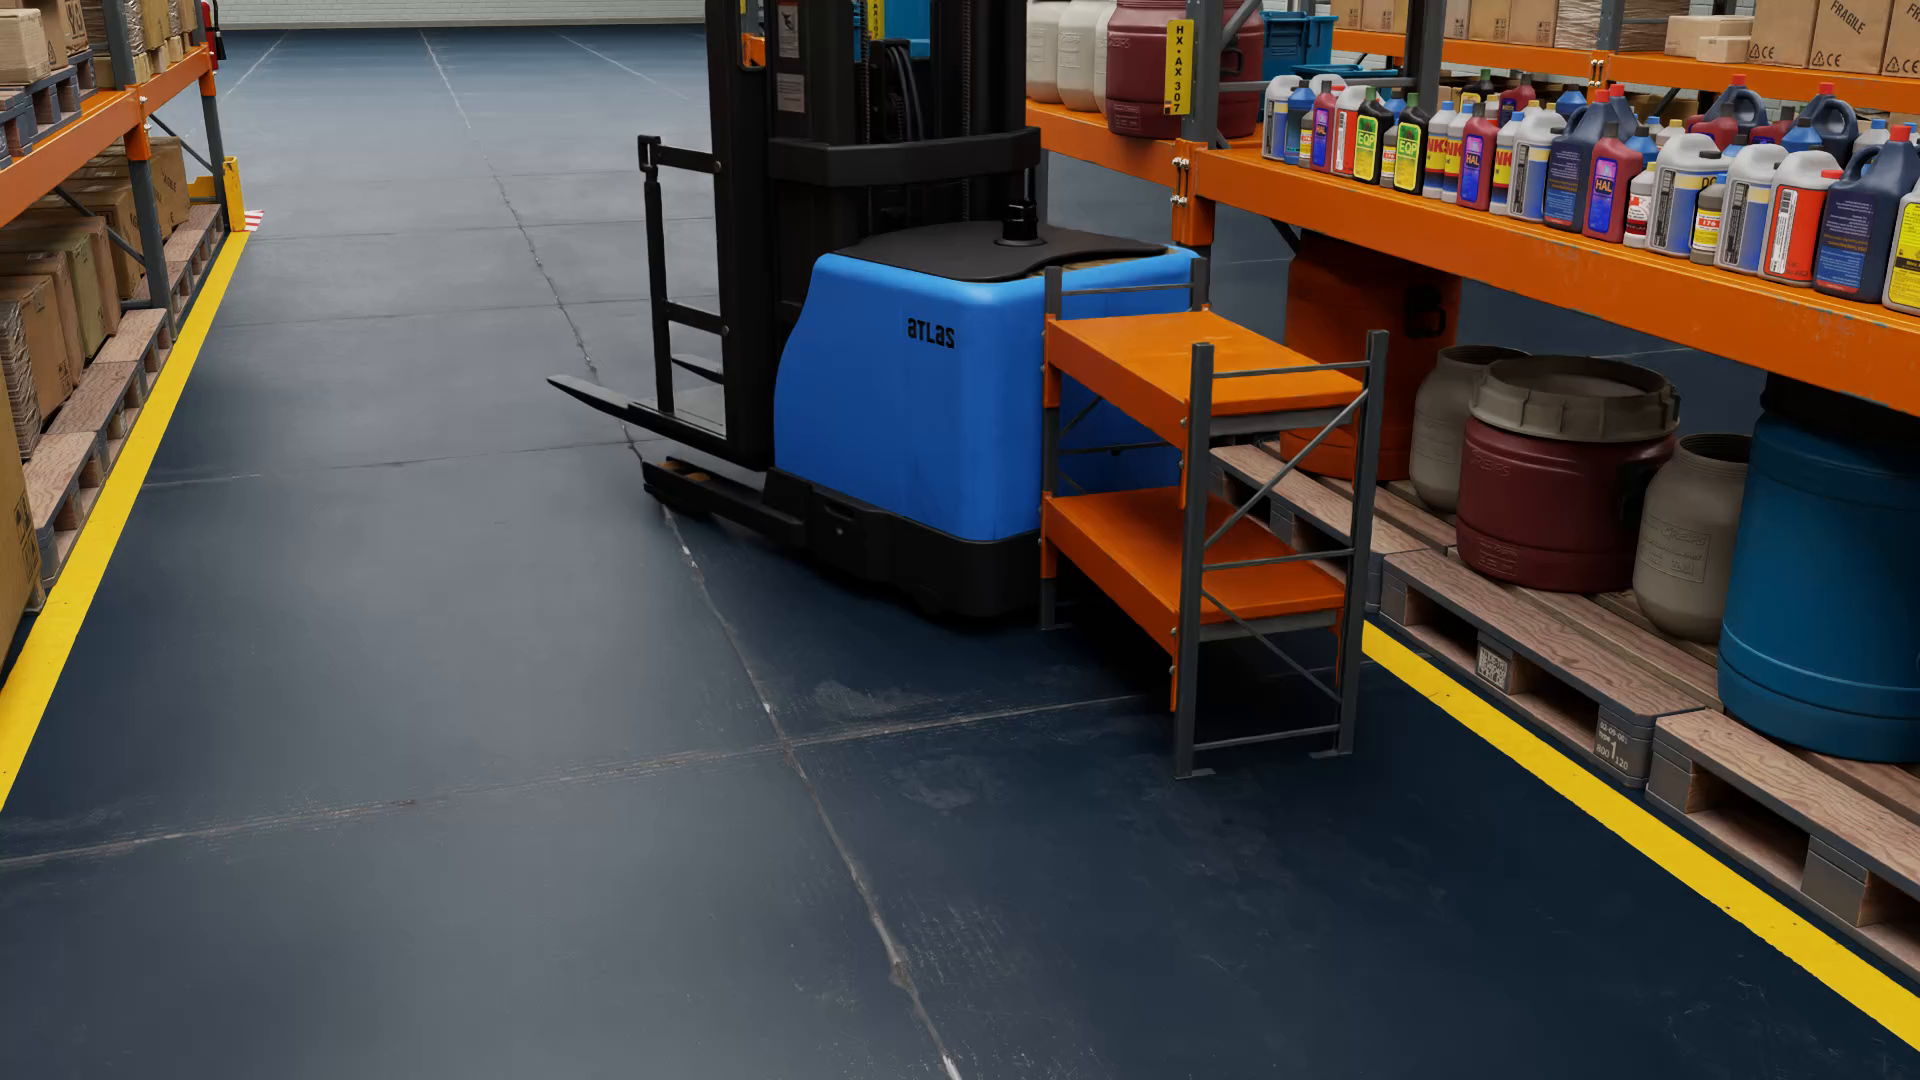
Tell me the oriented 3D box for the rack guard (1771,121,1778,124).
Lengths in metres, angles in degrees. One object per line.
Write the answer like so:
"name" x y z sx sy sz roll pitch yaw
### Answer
"rack guard" 8.214 -4.087 16.555 1.175 0.500 0.348 -6 21 -17

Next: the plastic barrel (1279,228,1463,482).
"plastic barrel" 1.470 -0.689 5.986 0.600 0.830 0.708 -6 21 -17

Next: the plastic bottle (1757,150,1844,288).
"plastic bottle" 1.853 -0.697 3.603 0.152 0.276 0.135 -6 21 -17

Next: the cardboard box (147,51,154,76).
"cardboard box" -4.700 -2.646 9.217 0.380 0.149 0.250 -6 21 -17

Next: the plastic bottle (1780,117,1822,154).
"plastic bottle" 2.201 -0.971 4.374 0.097 0.271 0.097 0 20 0

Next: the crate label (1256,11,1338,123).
"crate label" 1.244 -2.032 7.084 0.502 0.435 0.616 -6 21 -17

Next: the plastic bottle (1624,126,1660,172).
"plastic bottle" 1.691 -0.896 4.164 0.097 0.271 0.097 0 20 0

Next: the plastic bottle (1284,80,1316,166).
"plastic bottle" 1.139 -1.394 5.550 0.097 0.271 0.097 0 20 0

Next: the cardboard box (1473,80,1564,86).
"cardboard box" 4.424 -3.396 13.271 0.500 0.500 0.500 -6 21 -17

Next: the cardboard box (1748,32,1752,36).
"cardboard box" 5.197 -3.151 10.449 0.396 0.266 0.258 -7 21 -19

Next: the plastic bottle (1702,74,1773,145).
"plastic bottle" 2.201 -1.138 4.720 0.144 0.351 0.185 -6 21 -17

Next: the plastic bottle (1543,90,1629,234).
"plastic bottle" 1.611 -0.975 4.265 0.144 0.351 0.185 -6 21 -17

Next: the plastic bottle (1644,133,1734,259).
"plastic bottle" 1.738 -0.815 3.930 0.152 0.276 0.135 -6 21 -17

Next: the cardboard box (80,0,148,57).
"cardboard box" -4.742 -2.763 8.584 0.875 0.500 0.500 -6 21 -17

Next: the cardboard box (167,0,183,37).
"cardboard box" -5.383 -3.404 10.367 0.875 0.500 0.500 -6 21 -17

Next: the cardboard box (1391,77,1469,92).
"cardboard box" 3.774 -3.501 13.565 0.500 0.500 0.500 -6 21 -17

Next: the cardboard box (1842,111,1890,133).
"cardboard box" 8.501 -3.815 15.426 0.500 0.311 0.500 -5 20 -13

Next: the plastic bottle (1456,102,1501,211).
"plastic bottle" 1.449 -1.064 4.614 0.061 0.283 0.133 -6 21 -17

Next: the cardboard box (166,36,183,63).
"cardboard box" -5.060 -3.051 10.344 0.380 0.149 0.250 -6 21 -17

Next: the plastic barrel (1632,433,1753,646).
"plastic barrel" 2.087 -0.005 4.553 0.421 0.512 0.421 0 20 0

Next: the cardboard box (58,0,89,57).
"cardboard box" -4.543 -2.635 7.307 1.000 1.000 1.000 -6 21 -17

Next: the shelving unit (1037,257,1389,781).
"shelving unit" 0.635 -0.112 4.565 0.538 1.125 1.048 -6 21 -16

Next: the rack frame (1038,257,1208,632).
"rack frame" 0.487 -0.277 5.022 0.500 1.125 0.032 -6 21 -16

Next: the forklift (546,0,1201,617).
"forklift" -0.547 -1.564 5.935 1.130 2.935 3.031 -17 26 -38

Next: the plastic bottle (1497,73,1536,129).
"plastic bottle" 1.904 -1.454 5.701 0.061 0.283 0.133 -6 21 -17

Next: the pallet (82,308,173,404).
"pallet" -4.414 -0.863 8.007 1.003 0.211 1.213 -6 21 -17

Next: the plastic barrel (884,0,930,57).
"plastic barrel" -0.124 -3.031 9.176 0.600 0.901 0.708 -6 21 -17

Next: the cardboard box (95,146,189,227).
"cardboard box" -5.516 -2.340 11.069 0.500 0.500 0.500 -1 20 -3

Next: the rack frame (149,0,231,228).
"rack frame" -5.917 -3.709 11.805 1.000 3.000 0.127 -6 21 -17

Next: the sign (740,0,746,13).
"sign" -1.739 -4.308 13.064 0.100 0.325 0.005 -6 21 -17

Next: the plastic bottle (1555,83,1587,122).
"plastic bottle" 1.984 -1.347 5.420 0.097 0.271 0.097 0 20 0

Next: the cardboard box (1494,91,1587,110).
"cardboard box" 4.246 -3.020 12.225 0.500 0.500 0.500 -6 21 -17

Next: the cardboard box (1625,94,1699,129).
"cardboard box" 4.897 -2.915 11.932 0.500 0.500 0.500 -6 21 -17

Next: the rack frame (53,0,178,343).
"rack frame" -4.660 -2.425 8.231 1.000 3.000 0.127 -6 21 -17

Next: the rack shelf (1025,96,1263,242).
"rack shelf" 0.671 -1.971 8.031 1.077 0.370 4.000 -6 21 -17

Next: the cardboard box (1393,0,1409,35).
"cardboard box" 3.943 -4.328 13.381 0.700 0.500 0.500 -6 21 -17

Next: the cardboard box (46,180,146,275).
"cardboard box" -4.935 -1.762 9.461 0.500 0.500 0.500 0 20 0

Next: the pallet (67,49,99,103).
"pallet" -4.557 -2.074 7.537 1.003 0.211 1.213 -6 21 -17

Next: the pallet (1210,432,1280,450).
"pallet" 1.093 -0.608 7.297 1.003 0.211 1.213 -6 21 -17

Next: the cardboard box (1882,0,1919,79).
"cardboard box" 5.460 -2.777 9.062 0.500 0.500 0.500 -8 21 -20

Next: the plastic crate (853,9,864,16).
"plastic crate" -0.575 -3.827 12.354 0.499 0.251 0.408 -6 21 -17

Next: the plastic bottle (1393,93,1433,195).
"plastic bottle" 1.345 -1.169 4.907 0.061 0.283 0.133 -6 21 -17

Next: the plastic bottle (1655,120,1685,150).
"plastic bottle" 2.137 -1.158 4.997 0.097 0.201 0.097 0 20 0

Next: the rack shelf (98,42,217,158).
"rack shelf" -5.288 -2.728 10.139 1.077 0.370 4.000 -6 21 -17

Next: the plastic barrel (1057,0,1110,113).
"plastic barrel" 0.641 -2.163 7.336 0.421 0.512 0.421 0 20 0

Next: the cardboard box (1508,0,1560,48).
"cardboard box" 4.428 -3.834 12.005 0.700 0.500 0.500 -7 21 -18

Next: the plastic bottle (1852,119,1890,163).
"plastic bottle" 2.368 -0.955 4.330 0.097 0.271 0.097 0 20 0

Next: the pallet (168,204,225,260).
"pallet" -5.671 -2.108 11.472 1.003 0.211 1.213 -6 21 -17

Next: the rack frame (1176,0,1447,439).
"rack frame" 1.300 -1.668 6.122 1.000 3.000 0.127 -6 21 -17

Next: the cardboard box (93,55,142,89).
"cardboard box" -4.442 -2.408 8.554 0.380 0.149 0.250 -6 21 -17

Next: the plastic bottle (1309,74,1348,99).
"plastic bottle" 1.273 -1.452 5.706 0.152 0.276 0.135 -6 21 -17

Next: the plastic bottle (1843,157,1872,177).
"plastic bottle" 1.965 -0.714 3.657 0.097 0.271 0.097 0 20 0

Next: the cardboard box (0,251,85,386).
"cardboard box" -4.179 -0.922 7.093 0.700 0.500 0.500 -8 21 -22

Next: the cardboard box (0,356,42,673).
"cardboard box" -3.205 -0.115 4.323 1.225 0.875 0.875 -7 21 -20

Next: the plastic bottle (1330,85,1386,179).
"plastic bottle" 1.274 -1.288 5.248 0.152 0.276 0.135 -6 21 -17

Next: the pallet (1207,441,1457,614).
"pallet" 1.587 -0.107 5.902 1.003 0.211 1.213 -6 21 -17
